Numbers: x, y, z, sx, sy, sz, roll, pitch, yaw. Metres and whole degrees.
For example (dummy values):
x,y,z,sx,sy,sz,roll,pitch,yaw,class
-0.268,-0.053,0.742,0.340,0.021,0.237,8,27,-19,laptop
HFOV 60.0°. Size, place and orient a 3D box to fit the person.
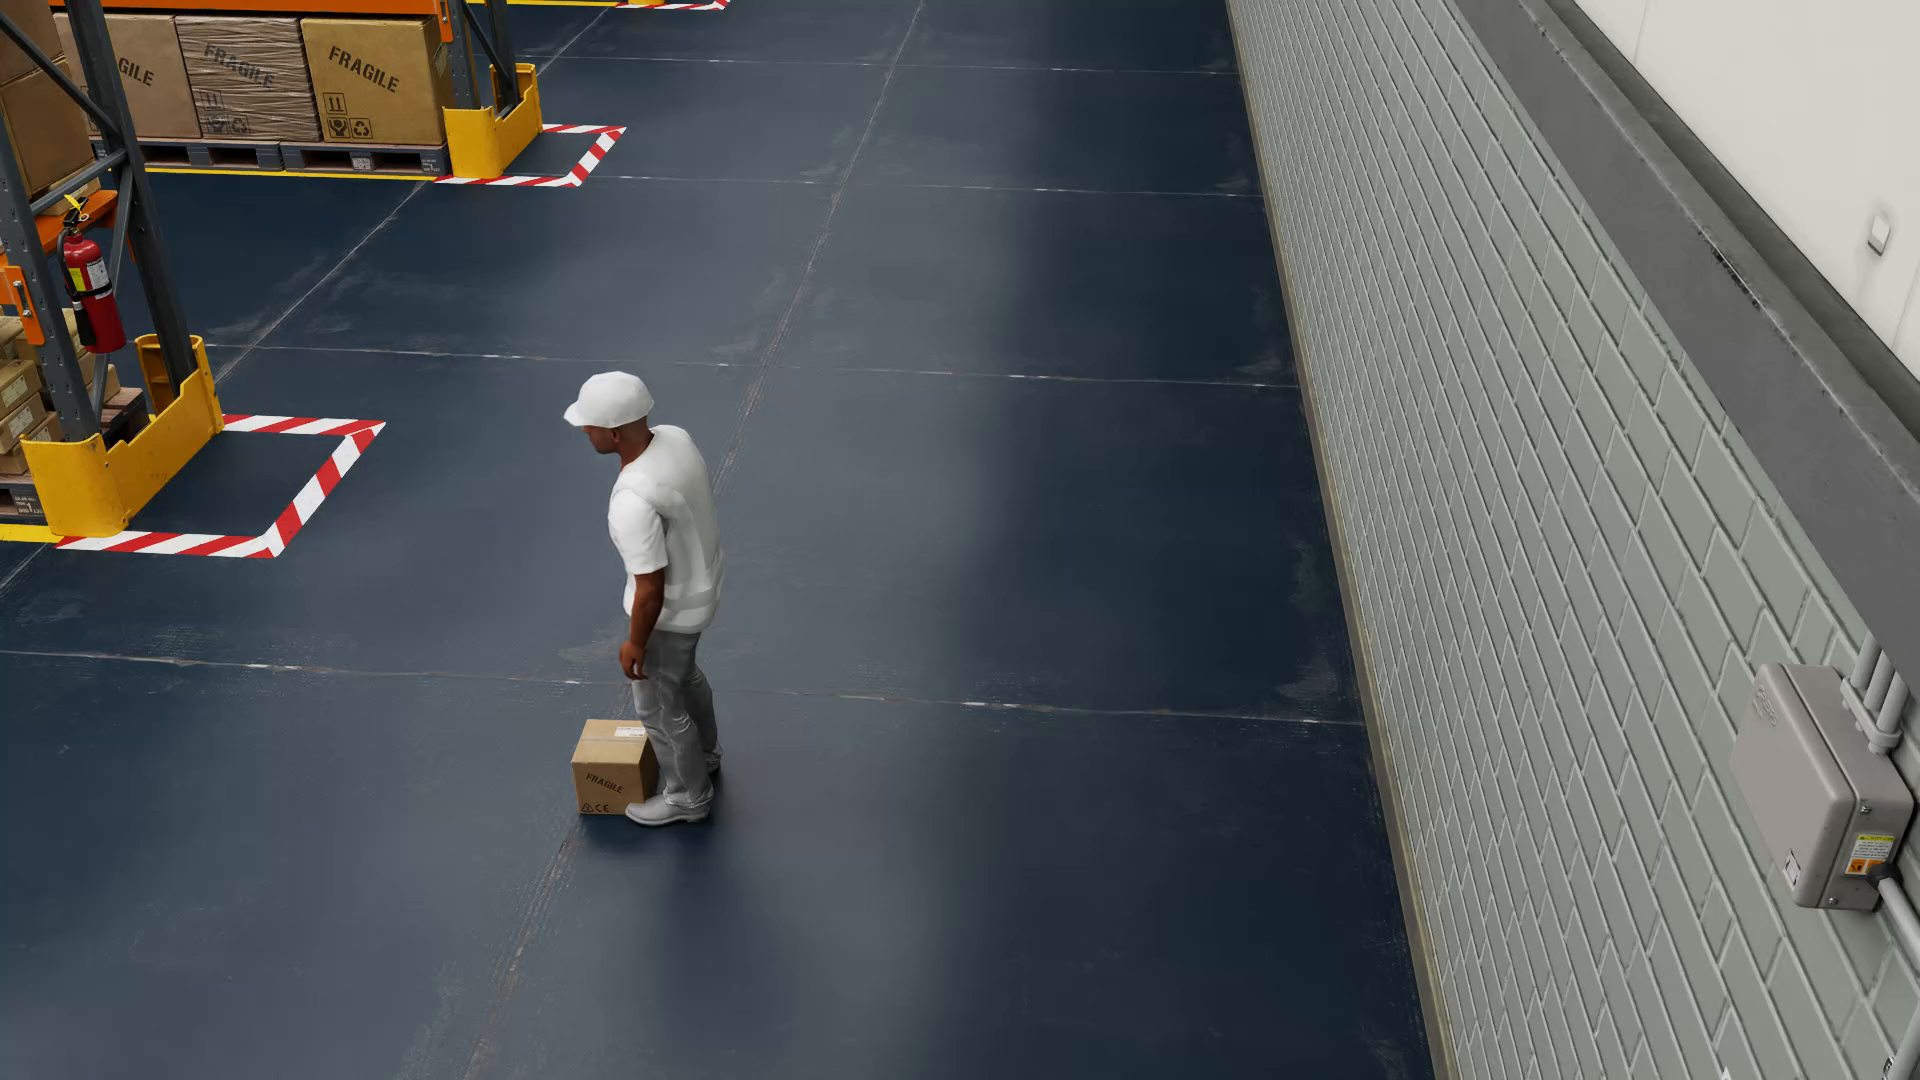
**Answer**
x,y,z,sx,sy,sz,roll,pitch,yaw,class
-1.050,0.205,5.787,0.459,1.760,0.627,3,32,4,person
